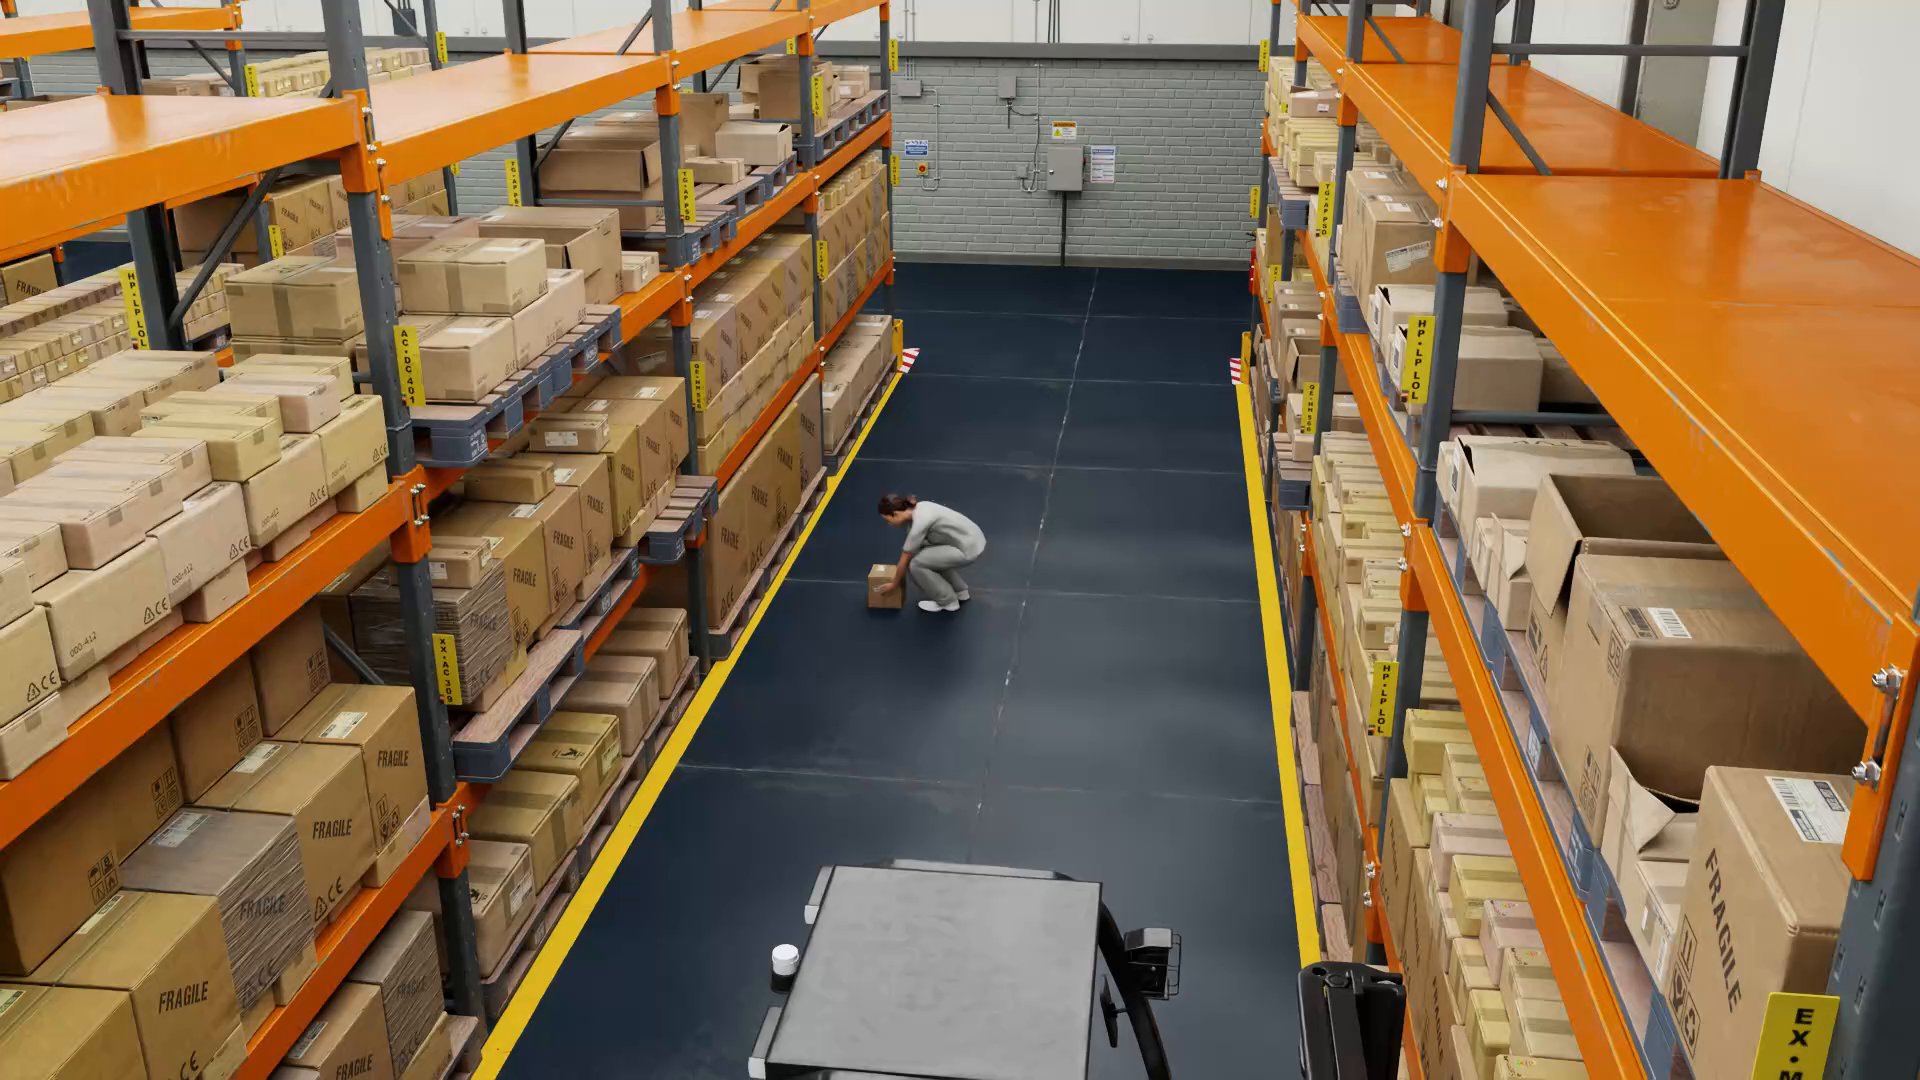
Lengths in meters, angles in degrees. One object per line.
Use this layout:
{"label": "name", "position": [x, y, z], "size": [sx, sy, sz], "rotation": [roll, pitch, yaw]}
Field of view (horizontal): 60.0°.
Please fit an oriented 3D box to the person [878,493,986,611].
{"label": "person", "position": [-0.209, 0.072, 12.387], "size": [0.797, 0.892, 0.485], "rotation": [2, 21, 6]}
